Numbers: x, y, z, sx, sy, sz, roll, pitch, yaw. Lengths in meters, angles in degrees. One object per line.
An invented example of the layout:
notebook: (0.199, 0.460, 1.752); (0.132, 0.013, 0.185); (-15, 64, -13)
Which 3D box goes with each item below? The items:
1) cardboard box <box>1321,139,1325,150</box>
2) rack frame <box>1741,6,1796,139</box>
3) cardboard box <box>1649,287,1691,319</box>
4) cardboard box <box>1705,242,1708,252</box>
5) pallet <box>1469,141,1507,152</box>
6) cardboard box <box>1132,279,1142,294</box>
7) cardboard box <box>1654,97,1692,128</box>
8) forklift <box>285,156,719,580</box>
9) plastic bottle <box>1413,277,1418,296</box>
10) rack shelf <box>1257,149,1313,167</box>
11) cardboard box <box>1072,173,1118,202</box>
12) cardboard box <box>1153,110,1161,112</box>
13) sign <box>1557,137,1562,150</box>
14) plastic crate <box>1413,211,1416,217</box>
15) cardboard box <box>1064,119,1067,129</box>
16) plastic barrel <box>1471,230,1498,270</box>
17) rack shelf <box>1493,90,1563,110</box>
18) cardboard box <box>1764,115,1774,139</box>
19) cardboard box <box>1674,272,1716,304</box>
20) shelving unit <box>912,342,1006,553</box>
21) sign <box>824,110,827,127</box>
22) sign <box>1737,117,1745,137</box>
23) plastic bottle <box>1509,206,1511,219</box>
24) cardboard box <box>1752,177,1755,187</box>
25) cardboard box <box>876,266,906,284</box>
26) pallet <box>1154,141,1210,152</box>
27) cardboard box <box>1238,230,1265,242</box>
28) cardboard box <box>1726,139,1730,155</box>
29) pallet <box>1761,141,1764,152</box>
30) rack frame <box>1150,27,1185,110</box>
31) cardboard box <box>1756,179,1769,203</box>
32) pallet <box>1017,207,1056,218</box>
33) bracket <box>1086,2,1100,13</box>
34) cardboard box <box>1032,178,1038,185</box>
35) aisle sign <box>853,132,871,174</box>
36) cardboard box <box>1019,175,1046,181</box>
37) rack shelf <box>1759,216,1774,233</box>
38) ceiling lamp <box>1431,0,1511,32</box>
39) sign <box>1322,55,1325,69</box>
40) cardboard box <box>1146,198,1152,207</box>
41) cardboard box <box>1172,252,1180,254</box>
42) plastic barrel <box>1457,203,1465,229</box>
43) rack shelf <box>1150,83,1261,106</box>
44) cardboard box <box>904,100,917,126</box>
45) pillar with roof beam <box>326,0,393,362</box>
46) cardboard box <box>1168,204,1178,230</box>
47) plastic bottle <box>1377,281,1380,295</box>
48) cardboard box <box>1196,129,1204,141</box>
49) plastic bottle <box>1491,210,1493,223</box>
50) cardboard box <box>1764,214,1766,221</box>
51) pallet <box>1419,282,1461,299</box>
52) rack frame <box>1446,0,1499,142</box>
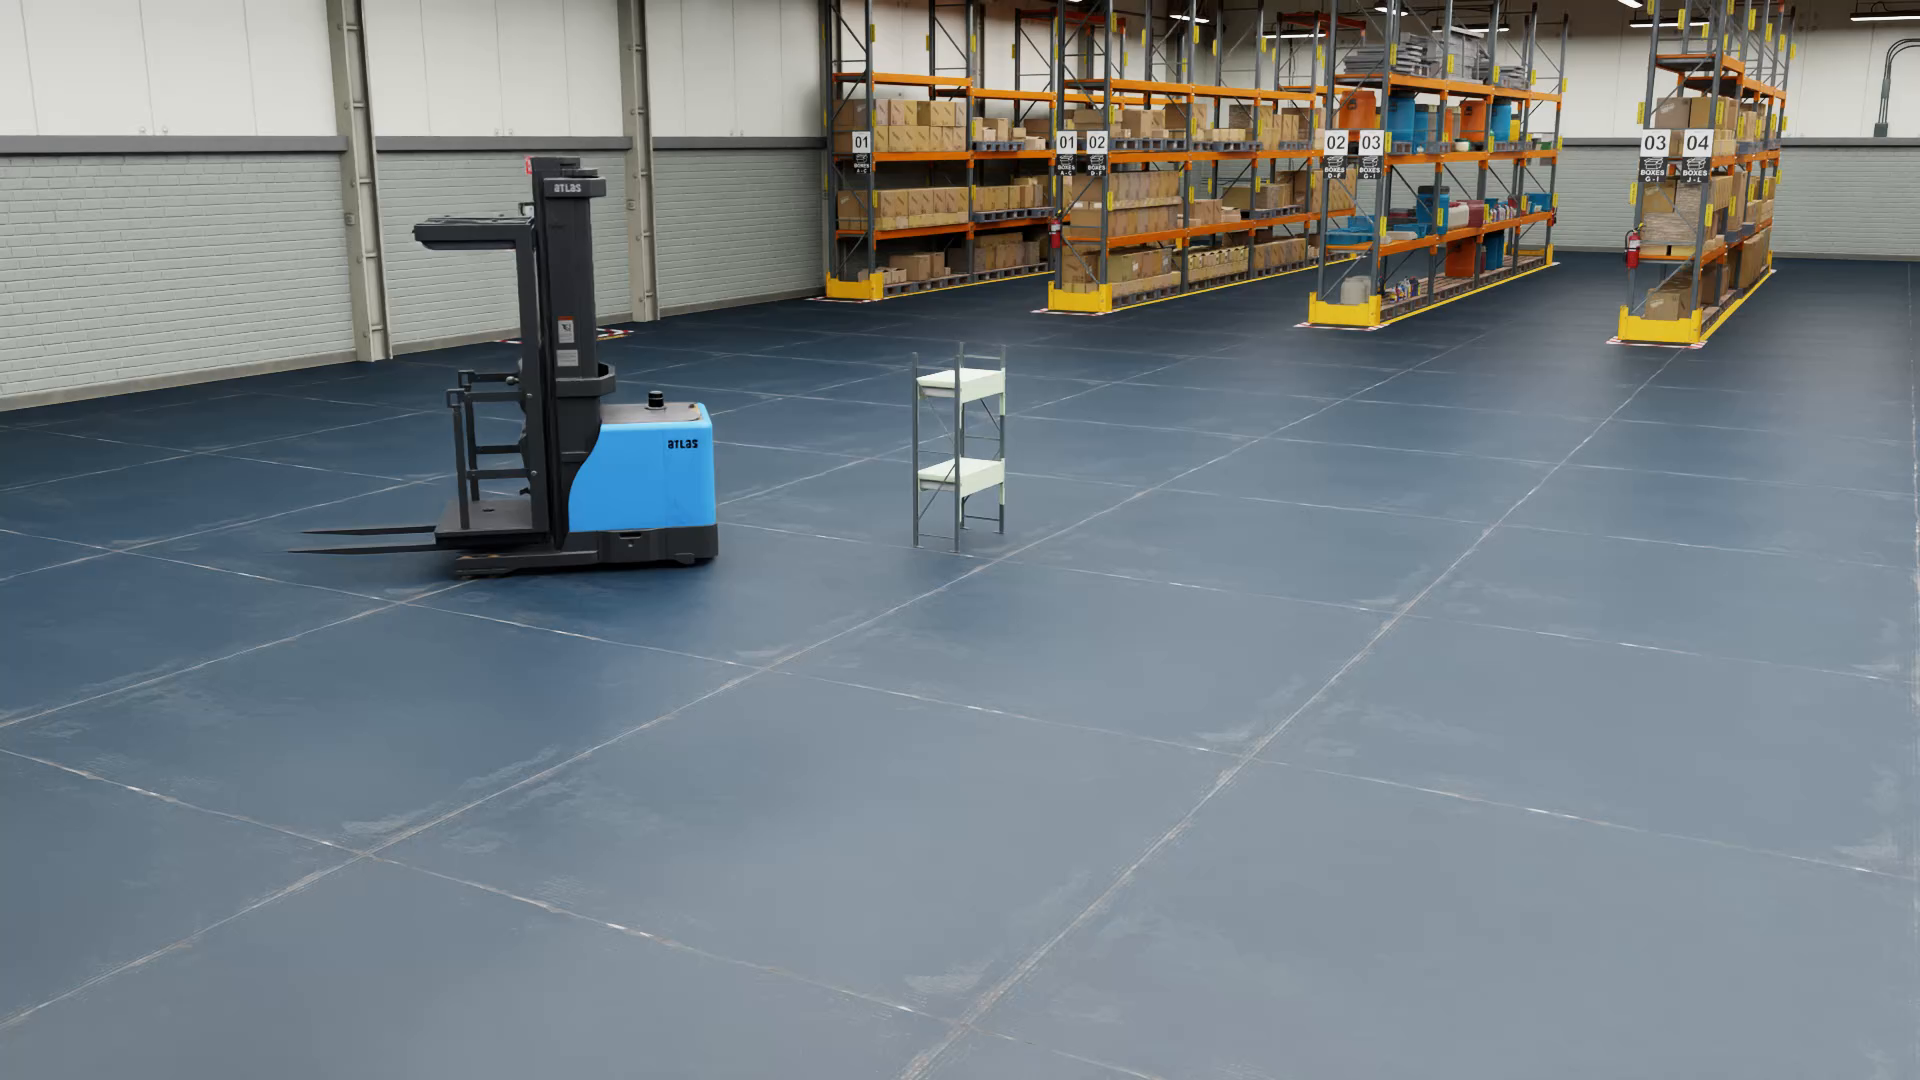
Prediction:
cardboard box: (8.710, -9.713, 40.843); (0.500, 0.250, 0.500); (7, 15, 28)
rack frame: (18.617, -10.768, 38.498); (1.000, 3.000, 0.127); (7, 15, 28)
cardboard box: (11.458, -3.811, 26.877); (0.500, 0.500, 0.500); (13, 19, 43)
cardboard box: (11.730, -4.681, 26.586); (0.380, 0.149, 0.250); (7, 15, 28)
pallet: (10.869, -8.284, 34.996); (1.003, 0.211, 1.213); (7, 15, 28)
cardboard box: (3.147, -4.850, 31.721); (0.500, 0.250, 0.500); (7, 15, 28)
cardboard box: (11.410, -6.810, 26.566); (0.500, 0.500, 0.500); (7, 15, 28)
forklift: (-3.356, -1.278, 12.081); (3.031, 2.935, 1.130); (-3, 14, -12)
plastic bottle: (8.421, -4.712, 30.892); (0.144, 0.351, 0.185); (7, 15, 27)
rack shelf: (7.047, -8.852, 38.486); (1.077, 0.370, 4.000); (7, 15, 28)
cardboard box: (2.475, -6.476, 30.516); (0.700, 0.500, 0.500); (7, 15, 28)
cardboard box: (4.998, -11.147, 44.082); (0.500, 0.500, 0.500); (7, 15, 26)
sign: (14.771, -9.761, 40.945); (0.100, 0.325, 0.005); (7, 15, 28)
plastic crate: (8.741, -6.204, 32.403); (0.392, 0.384, 0.575); (7, 15, 28)
cardboard box: (2.136, -9.835, 39.877); (0.700, 0.500, 0.500); (6, 15, 25)
plastic barrel: (11.728, -6.521, 37.264); (0.600, 0.901, 0.708); (7, 15, 28)
rack shelf: (13.315, -10.375, 39.255); (1.077, 0.370, 4.000); (7, 15, 28)
cardboard box: (17.650, -9.159, 36.901); (0.700, 0.500, 0.500); (8, 16, 30)
cardboard box: (13.132, -4.512, 29.743); (0.700, 0.500, 0.500); (6, 15, 24)
shelving unit: (-0.003, -0.728, 12.852); (0.431, 1.500, 0.755); (7, 15, 28)
sign: (-2.602, -8.208, 32.391); (0.100, 0.325, 0.005); (7, 15, 28)
sign: (13.295, -7.039, 28.328); (0.100, 0.325, 0.005); (7, 15, 28)
plastic bottle: (12.368, -7.365, 37.433); (0.061, 0.283, 0.133); (7, 15, 28)
cardboard box: (16.040, -7.296, 34.542); (0.797, 0.503, 0.637); (8, 15, 29)
cardboard box: (-1.437, -5.408, 33.864); (0.500, 0.311, 0.500); (9, 16, 33)
pallet: (4.561, -8.060, 34.075); (0.805, 0.209, 1.217); (7, 15, 26)
cardboard box: (6.841, -7.137, 39.034); (0.500, 0.250, 0.500); (7, 15, 27)
cardboard box: (12.321, -6.441, 27.268); (0.500, 0.250, 0.500); (7, 15, 28)
pallet: (16.284, -8.202, 34.664); (0.805, 0.209, 1.217); (7, 15, 26)
rack frame: (5.609, -12.452, 45.481); (1.000, 3.000, 0.127); (7, 15, 28)
cardboard box: (17.384, -7.637, 36.395); (0.500, 0.500, 0.500); (7, 15, 28)
pallet: (1.490, -7.642, 38.742); (1.213, 0.211, 1.003); (7, 15, 28)
bracket: (3.367, -13.497, 42.138); (0.235, 0.232, 0.430); (7, 15, 28)
cardboard box: (1.601, -8.397, 38.929); (0.380, 0.149, 0.250); (5, 15, 21)
aisle sign: (-1.898, -7.468, 32.061); (0.394, 0.787, 0.004); (7, 15, 28)
cardboard box: (1.734, -8.584, 39.747); (0.500, 0.250, 0.500); (8, 16, 30)
rack shelf: (17.650, -7.091, 37.583); (1.077, 0.370, 4.000); (7, 15, 28)
ceiling lamp: (13.433, -14.995, 43.578); (2.000, 3.185, 0.800); (7, 15, 28)
sign: (9.472, -12.445, 43.293); (0.100, 0.325, 0.005); (7, 15, 28)
cardboard box: (3.461, -6.481, 31.920); (0.380, 0.149, 0.250); (8, 16, 30)
cardboard box: (4.337, -5.876, 34.780); (0.500, 0.311, 0.500); (8, 16, 30)
plastic barrel: (9.900, -6.504, 33.373); (0.421, 0.512, 0.421); (0, 14, 0)
rack shelf: (5.113, -9.295, 34.778); (1.077, 0.370, 4.000); (7, 15, 28)
cardboard box: (-1.202, -8.510, 33.144); (0.500, 0.500, 0.500); (8, 16, 30)
pillar with roof beam: (-4.577, -6.461, 20.632); (9.100, 9.000, 0.400); (7, 15, 28)
cardboard box: (3.937, -6.470, 33.255); (0.700, 0.500, 0.500); (7, 15, 27)
plastic bottle: (7.763, -4.676, 30.913); (0.097, 0.271, 0.097); (0, 14, 0)
cardboard box: (4.715, -8.340, 34.253); (0.500, 0.250, 0.500); (6, 15, 23)
plastic bottle: (11.433, -6.971, 35.824); (0.097, 0.271, 0.097); (0, 14, 0)
cardboard box: (17.621, -7.146, 36.812); (0.380, 0.149, 0.250); (7, 15, 27)
pallet: (9.415, -5.012, 33.372); (1.003, 0.211, 1.213); (7, 15, 28)
rack frame: (10.414, -9.688, 34.017); (1.000, 3.000, 0.127); (7, 15, 28)
